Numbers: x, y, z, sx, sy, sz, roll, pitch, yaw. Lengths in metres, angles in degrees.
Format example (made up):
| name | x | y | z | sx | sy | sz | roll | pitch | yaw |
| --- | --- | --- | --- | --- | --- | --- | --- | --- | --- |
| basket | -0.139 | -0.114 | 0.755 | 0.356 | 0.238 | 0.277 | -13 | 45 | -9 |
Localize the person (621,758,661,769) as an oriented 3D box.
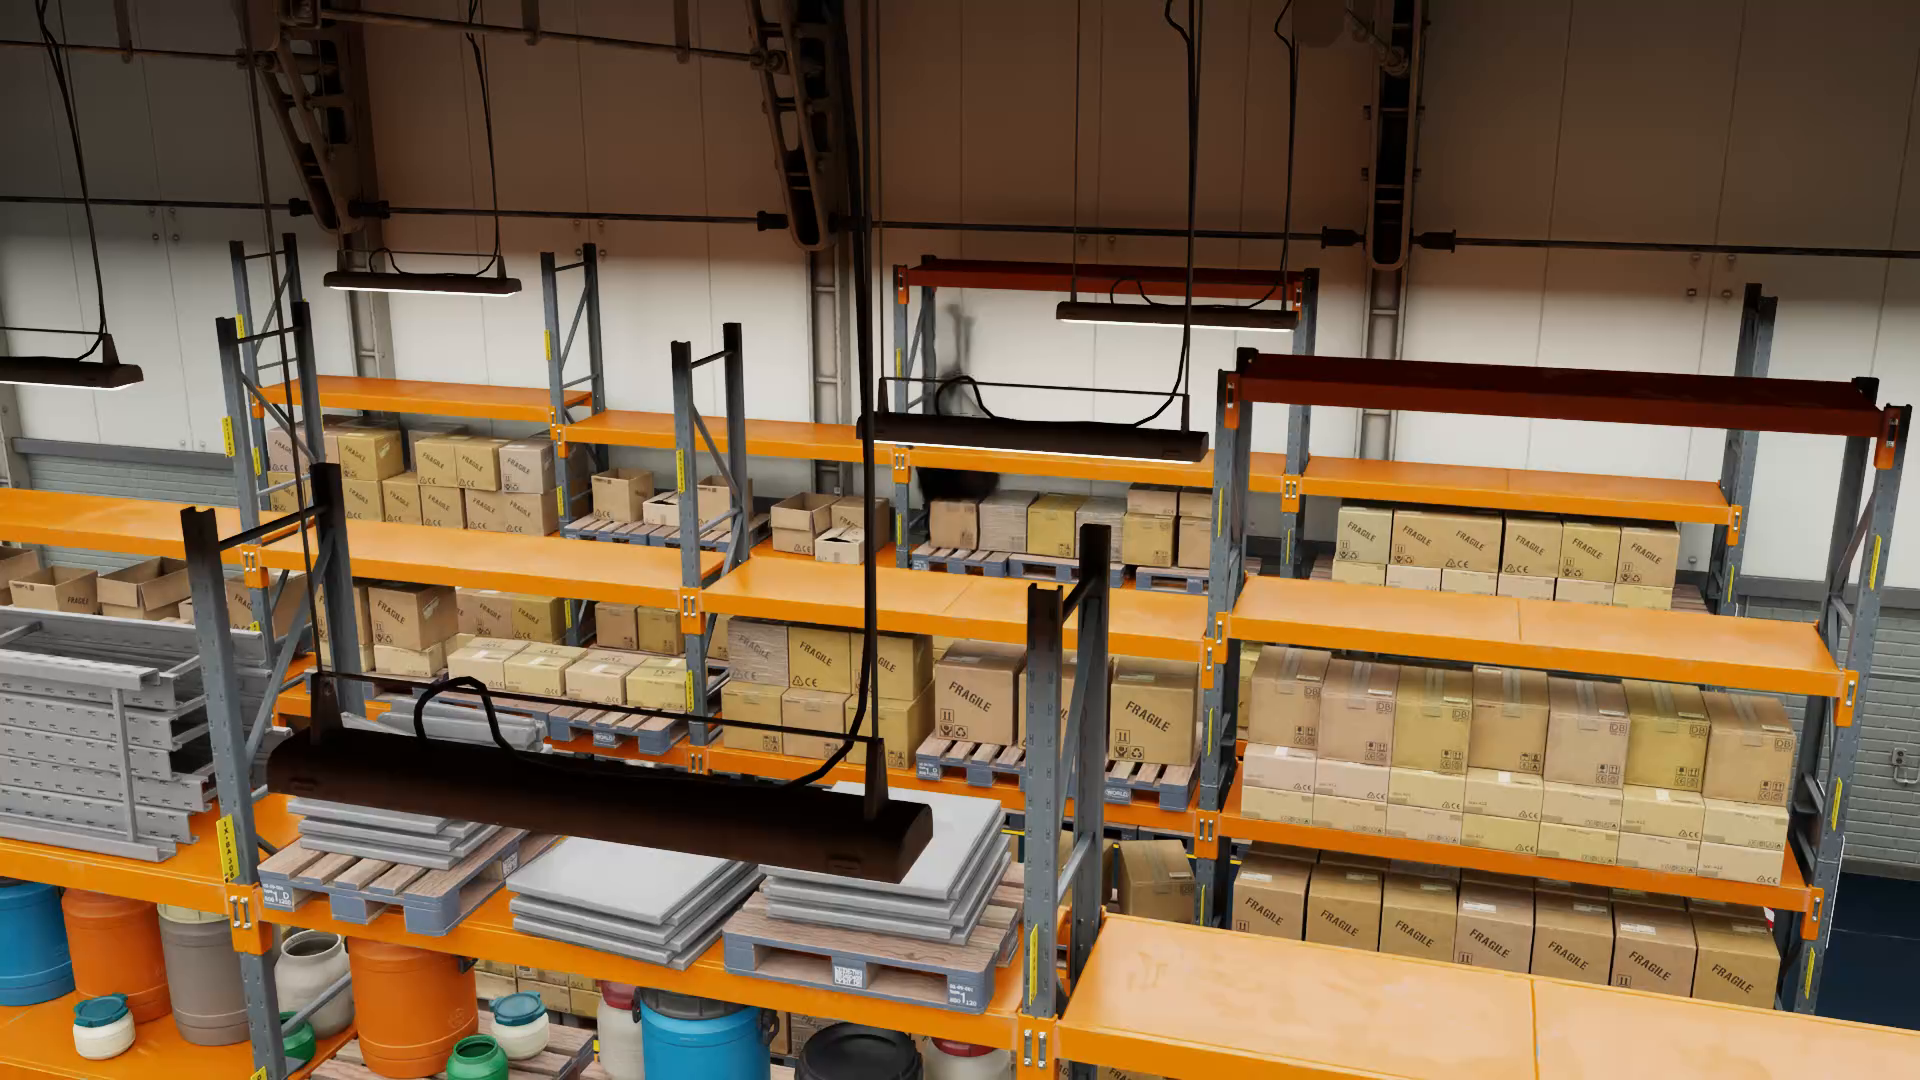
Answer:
| name | x | y | z | sx | sy | sz | roll | pitch | yaw |
| --- | --- | --- | --- | --- | --- | --- | --- | --- | --- |
| person | -3.150 | 2.621 | 16.552 | 0.605 | 1.752 | 0.682 | 3 | 16 | 11 |
